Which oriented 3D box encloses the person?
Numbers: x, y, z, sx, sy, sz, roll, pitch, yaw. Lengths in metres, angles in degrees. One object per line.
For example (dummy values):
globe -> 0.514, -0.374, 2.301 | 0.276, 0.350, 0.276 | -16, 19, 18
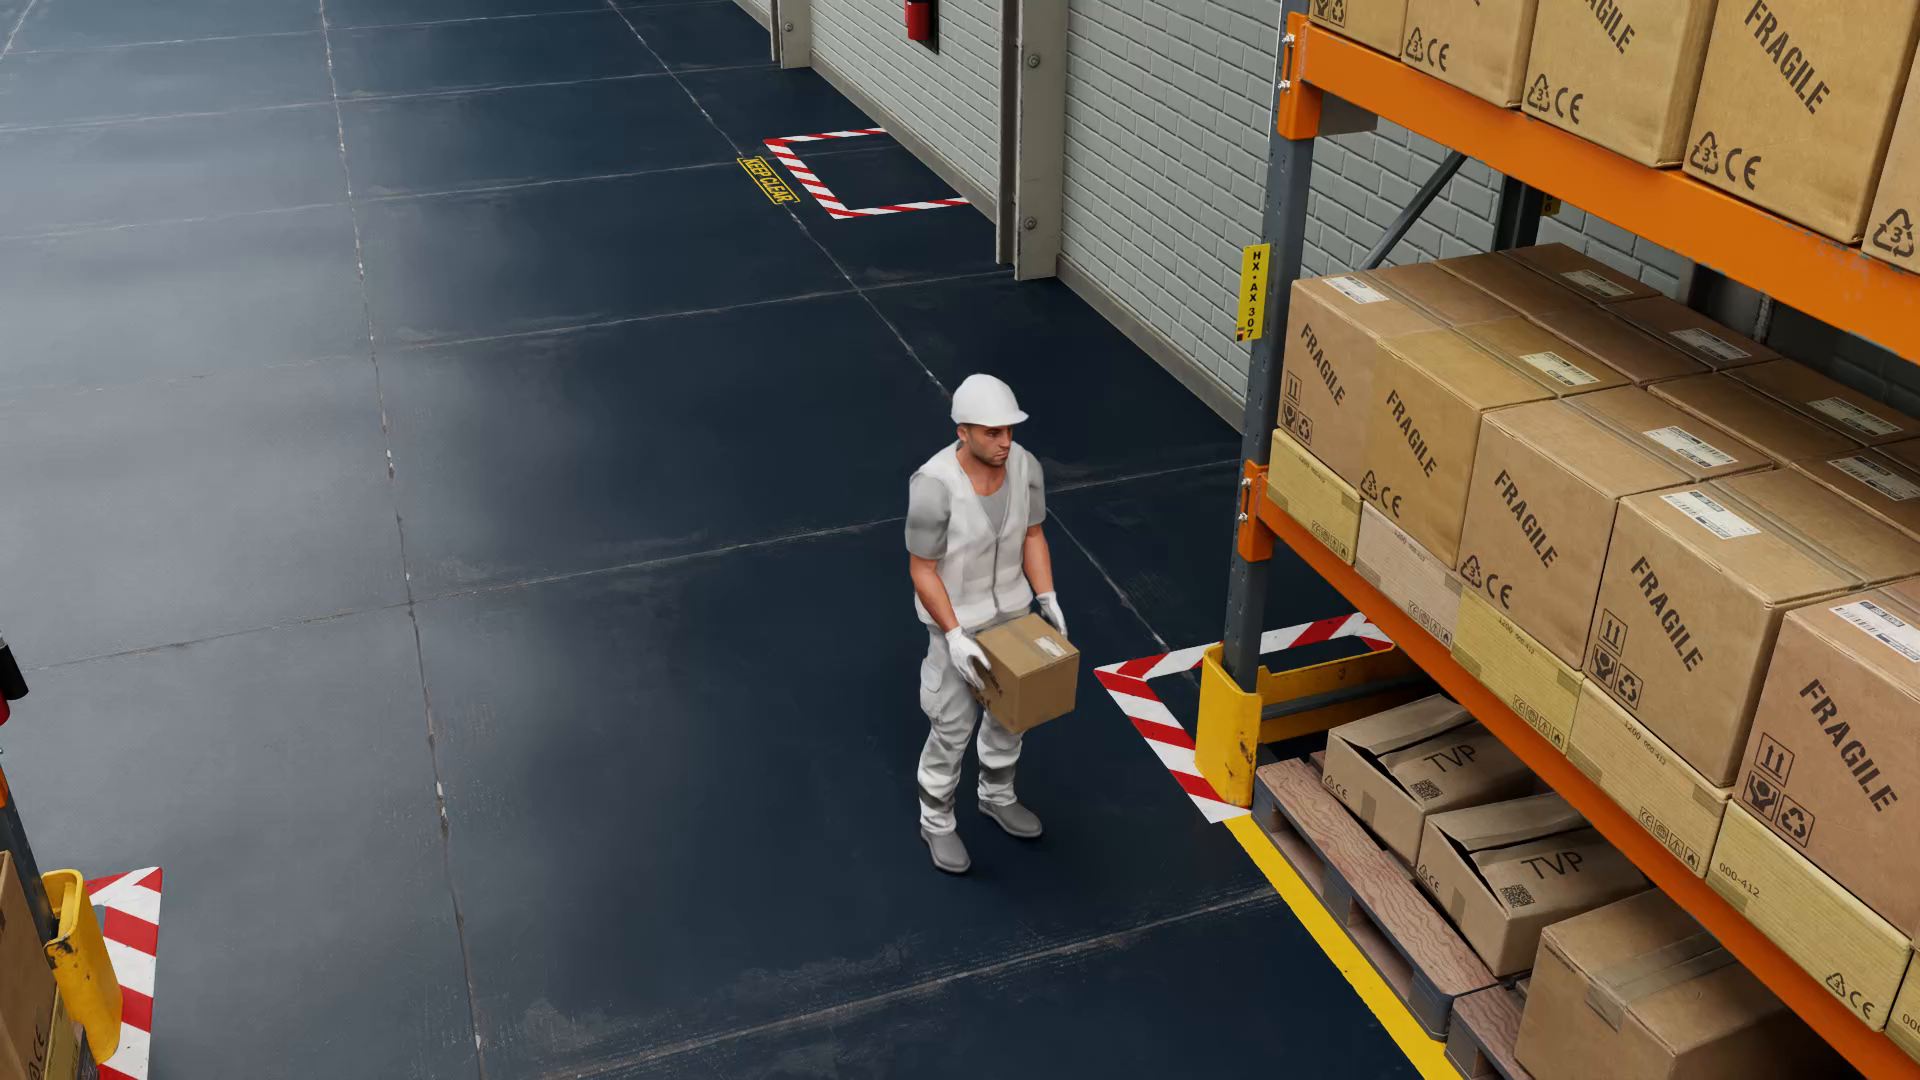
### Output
person -> 0.088, 0.282, 5.603 | 0.534, 1.792, 0.462 | -19, 35, -30
